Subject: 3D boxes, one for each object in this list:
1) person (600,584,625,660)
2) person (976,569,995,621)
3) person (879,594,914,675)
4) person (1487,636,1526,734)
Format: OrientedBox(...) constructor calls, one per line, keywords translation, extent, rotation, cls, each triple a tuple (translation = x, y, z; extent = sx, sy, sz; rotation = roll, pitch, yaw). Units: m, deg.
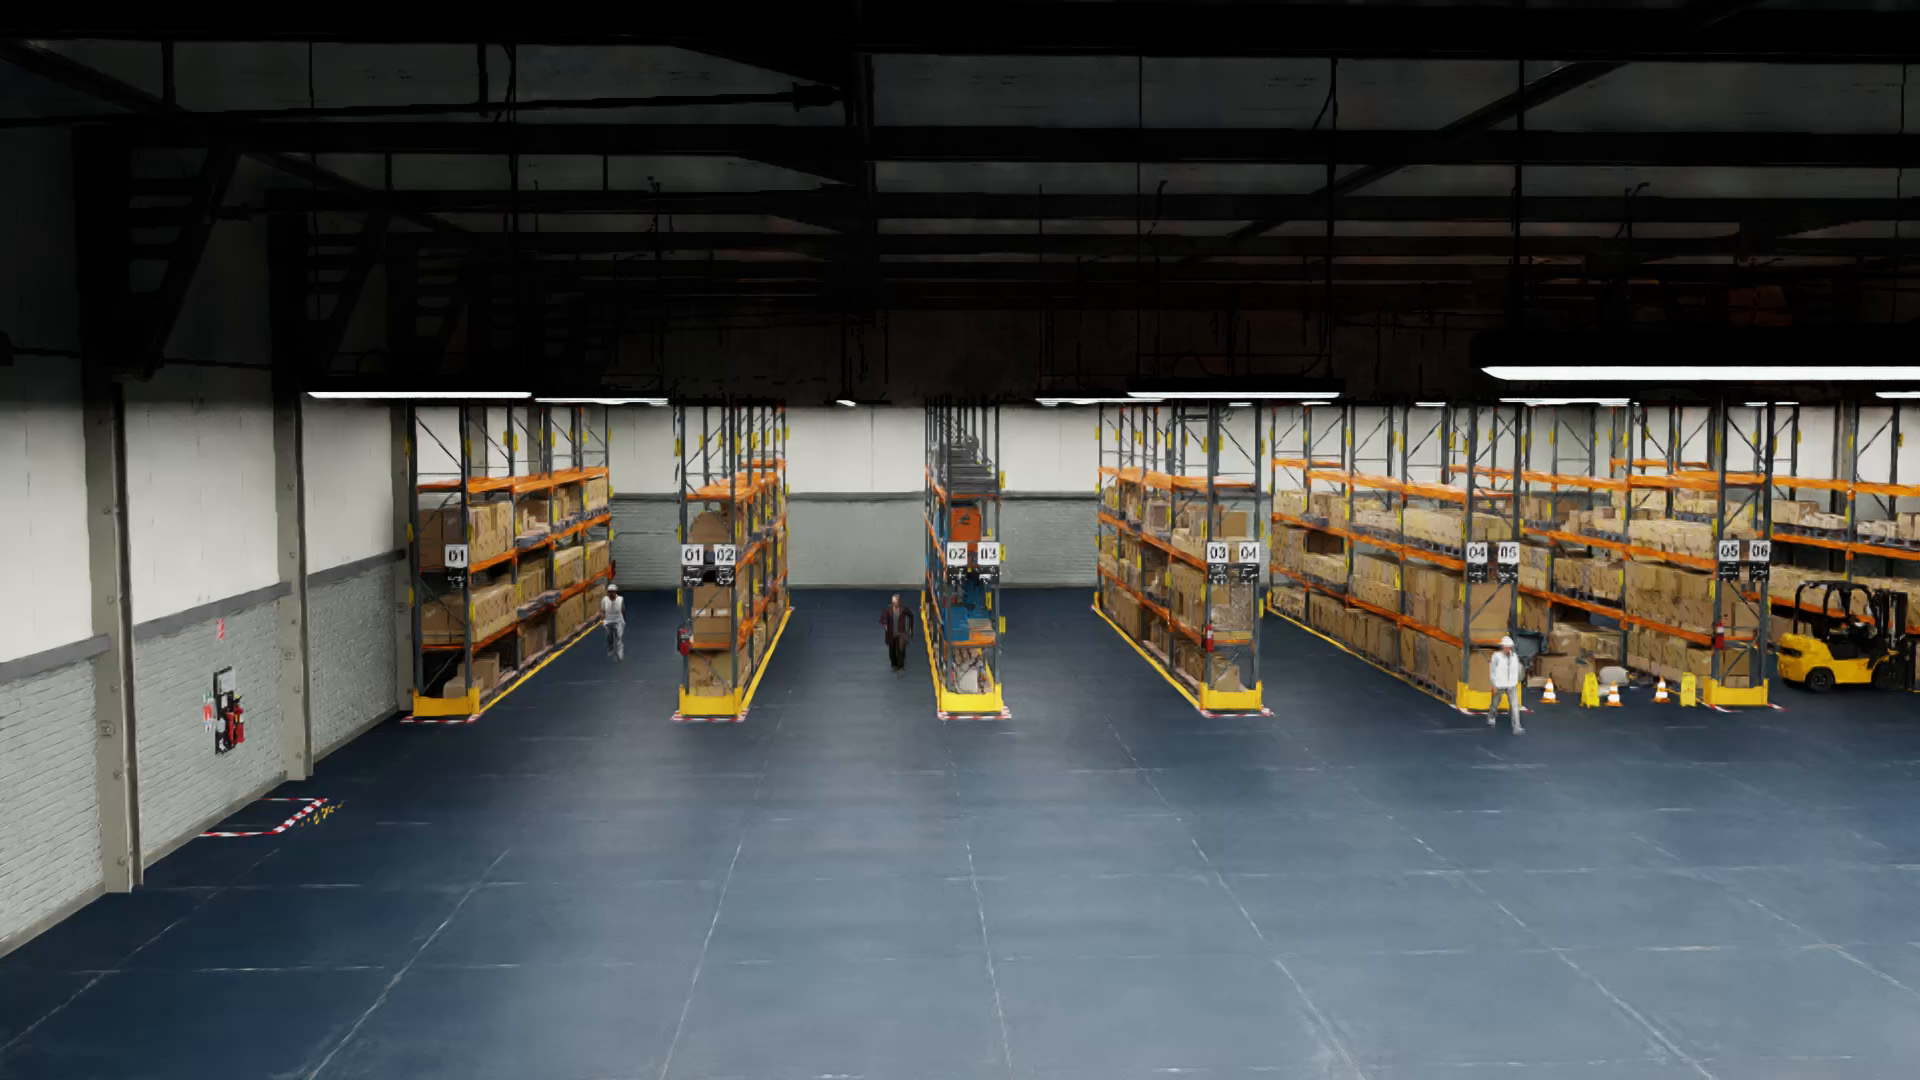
OrientedBox(translation=(-7.916, 1.856, 37.913), extent=(0.554, 1.724, 1.029), rotation=(-1, 5, -10), cls="person")
OrientedBox(translation=(0.561, 1.335, 44.625), extent=(0.586, 1.746, 0.967), rotation=(-2, 5, -25), cls="person")
OrientedBox(translation=(-1.377, 2.018, 36.035), extent=(0.736, 1.717, 0.903), rotation=(0, 5, 3), cls="person")
OrientedBox(translation=(9.643, 2.536, 29.466), extent=(0.543, 1.700, 1.115), rotation=(0, 5, -1), cls="person")
